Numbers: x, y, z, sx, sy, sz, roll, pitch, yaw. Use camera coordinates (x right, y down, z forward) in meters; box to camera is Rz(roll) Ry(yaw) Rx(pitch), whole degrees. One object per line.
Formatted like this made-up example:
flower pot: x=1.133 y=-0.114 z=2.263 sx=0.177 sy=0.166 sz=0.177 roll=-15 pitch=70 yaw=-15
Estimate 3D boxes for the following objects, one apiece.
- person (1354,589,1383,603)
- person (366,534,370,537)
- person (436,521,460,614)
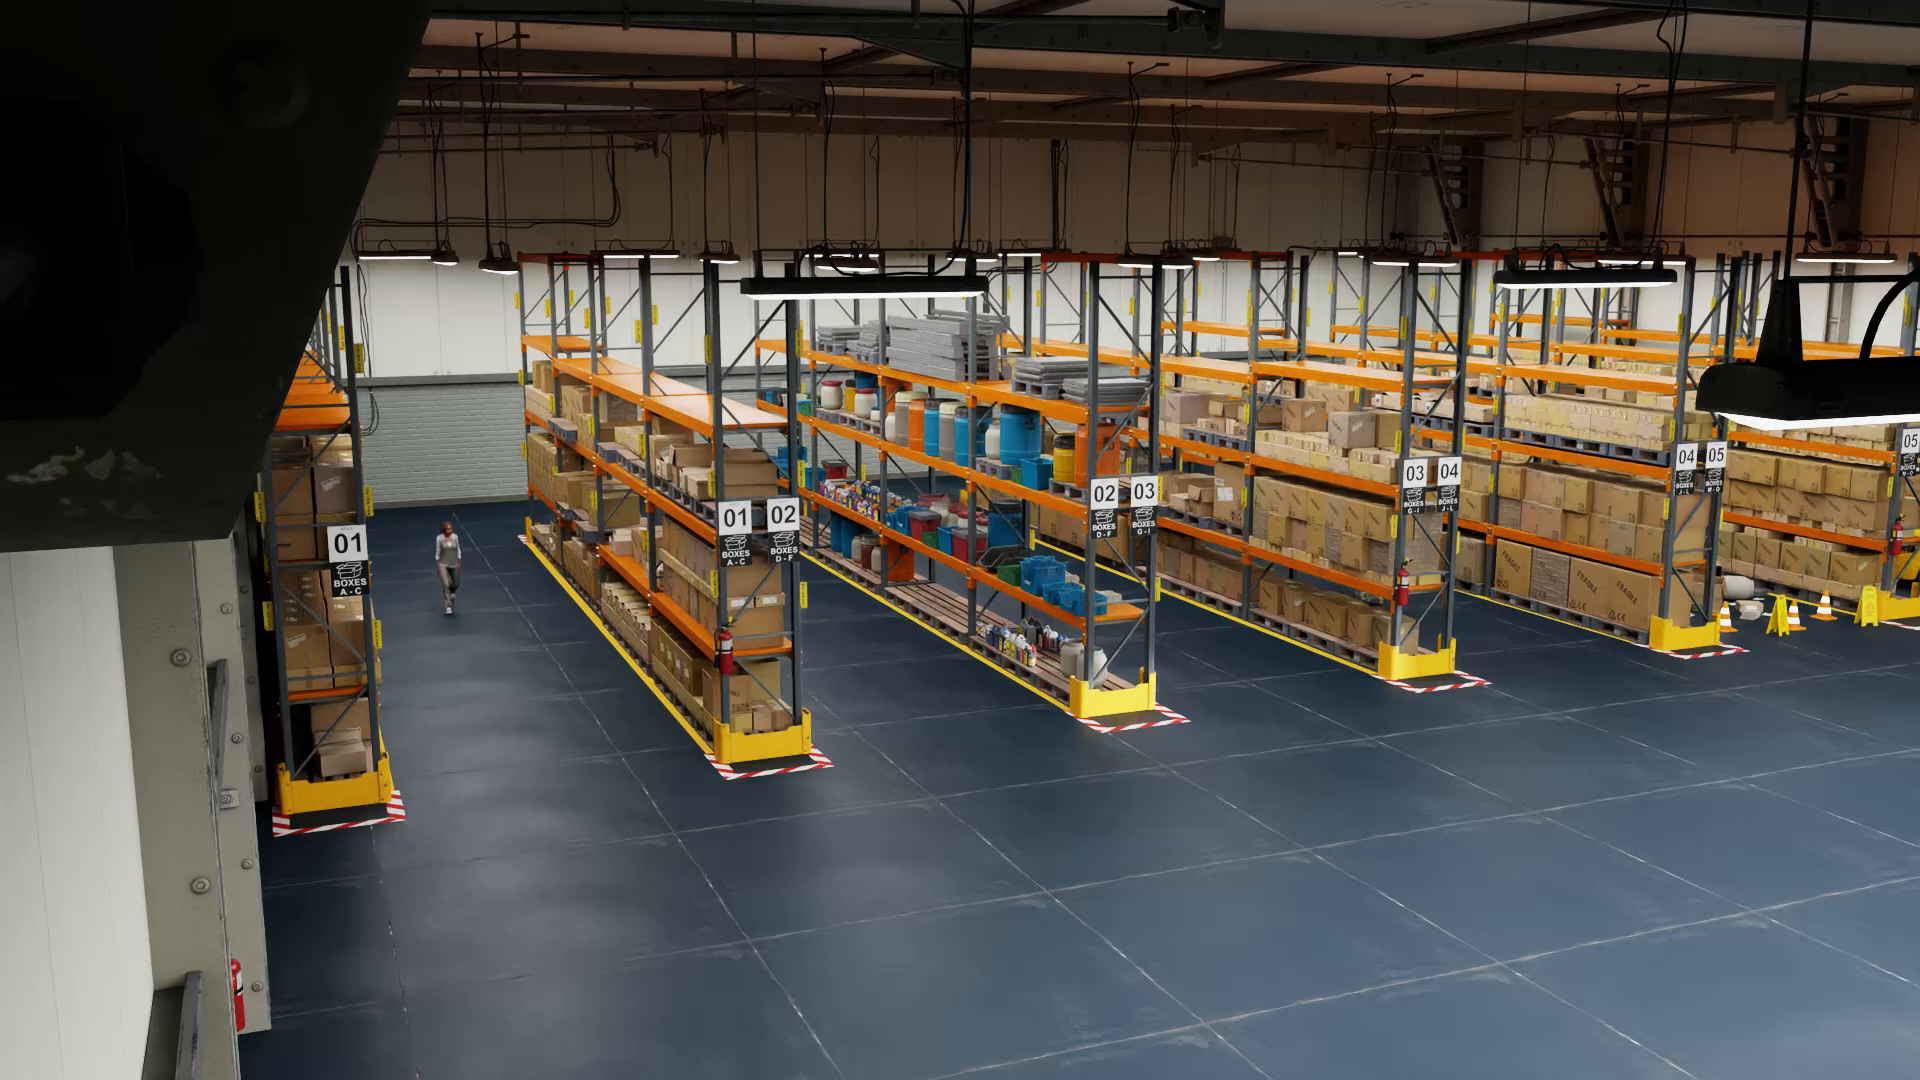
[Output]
person: x=7.167 y=0.258 z=28.938 sx=0.541 sy=1.819 sz=0.599 roll=-5 pitch=12 yaw=-28
person: x=-12.893 y=-0.891 z=35.154 sx=0.803 sy=1.699 sz=0.537 roll=-1 pitch=10 yaw=-3
person: x=-8.714 y=0.423 z=28.309 sx=0.417 sy=1.561 sz=0.768 roll=-5 pitch=11 yaw=-25
